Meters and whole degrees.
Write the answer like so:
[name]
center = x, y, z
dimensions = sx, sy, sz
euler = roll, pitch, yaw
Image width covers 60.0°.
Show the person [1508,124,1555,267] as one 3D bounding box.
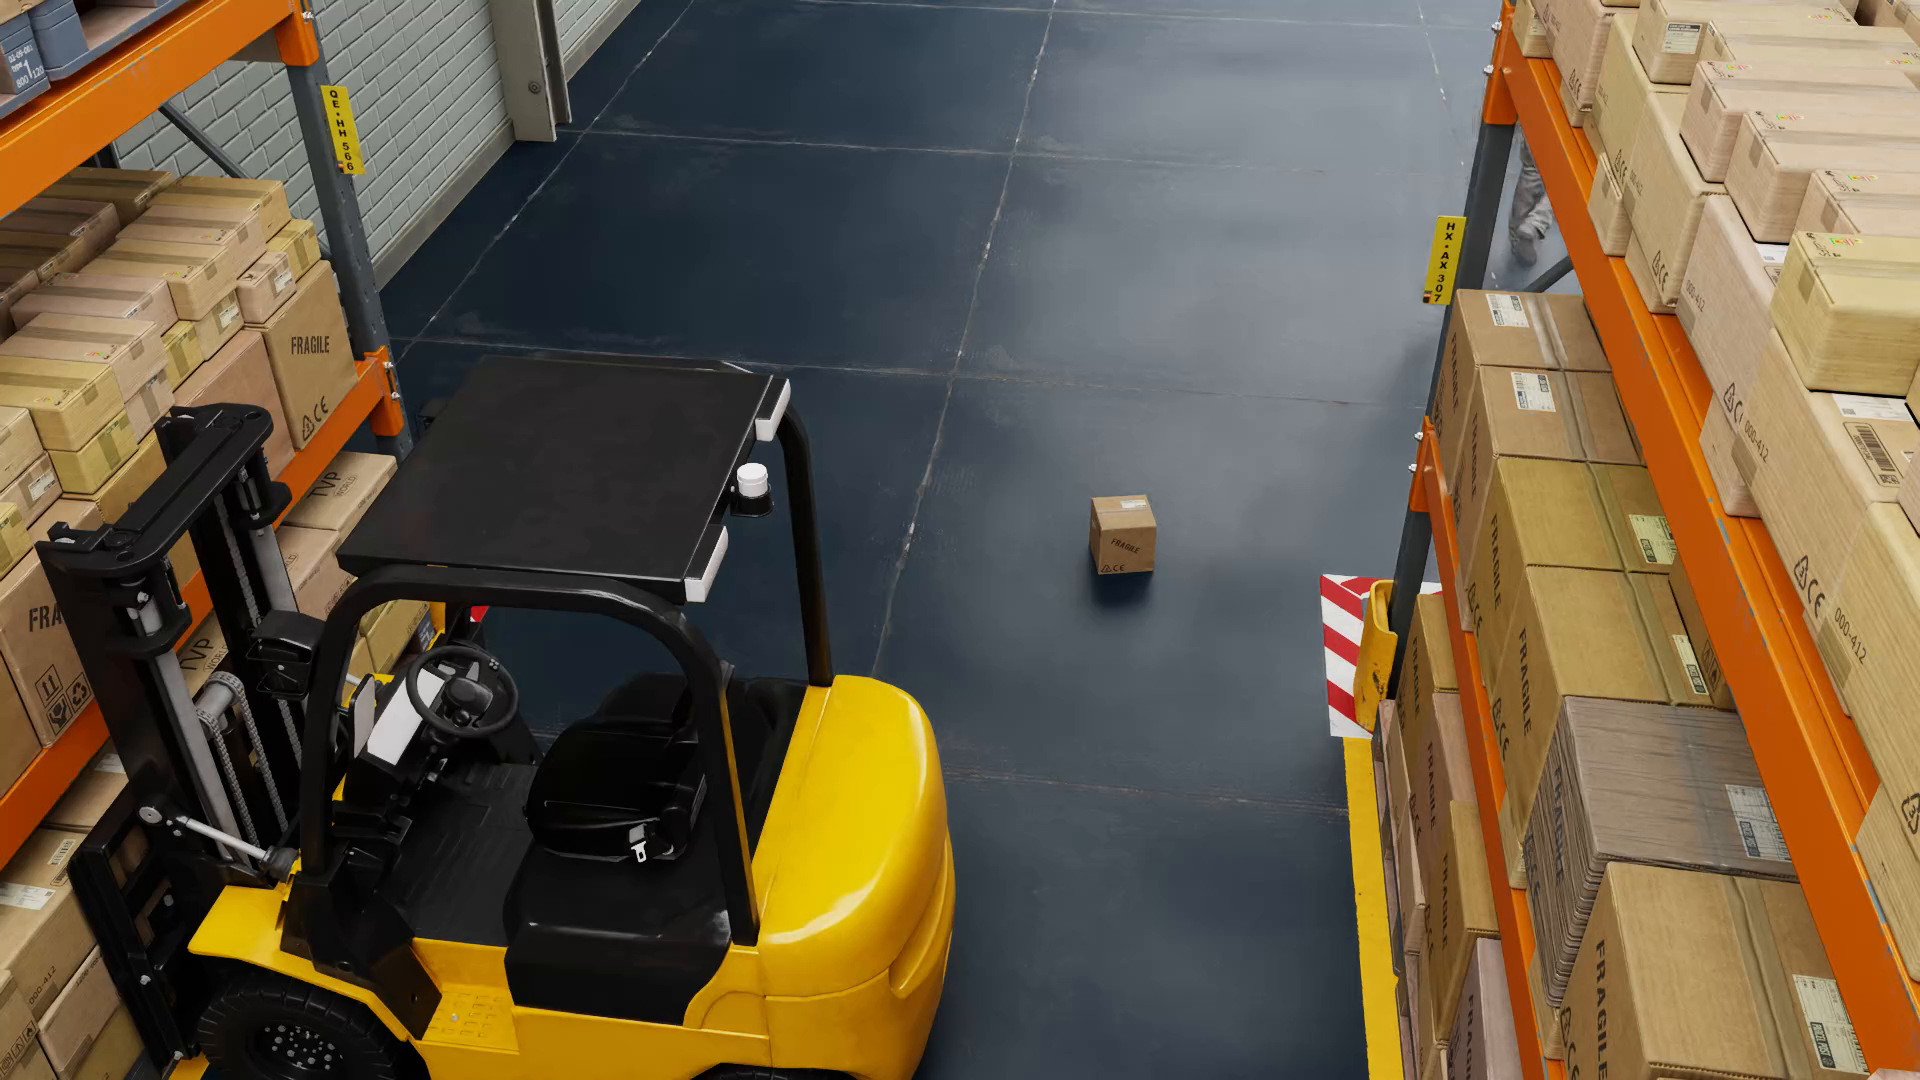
[person]
center = 3.374, -2.394, 9.417
dimensions = 0.558, 1.775, 0.672
euler = 25, 43, 31
